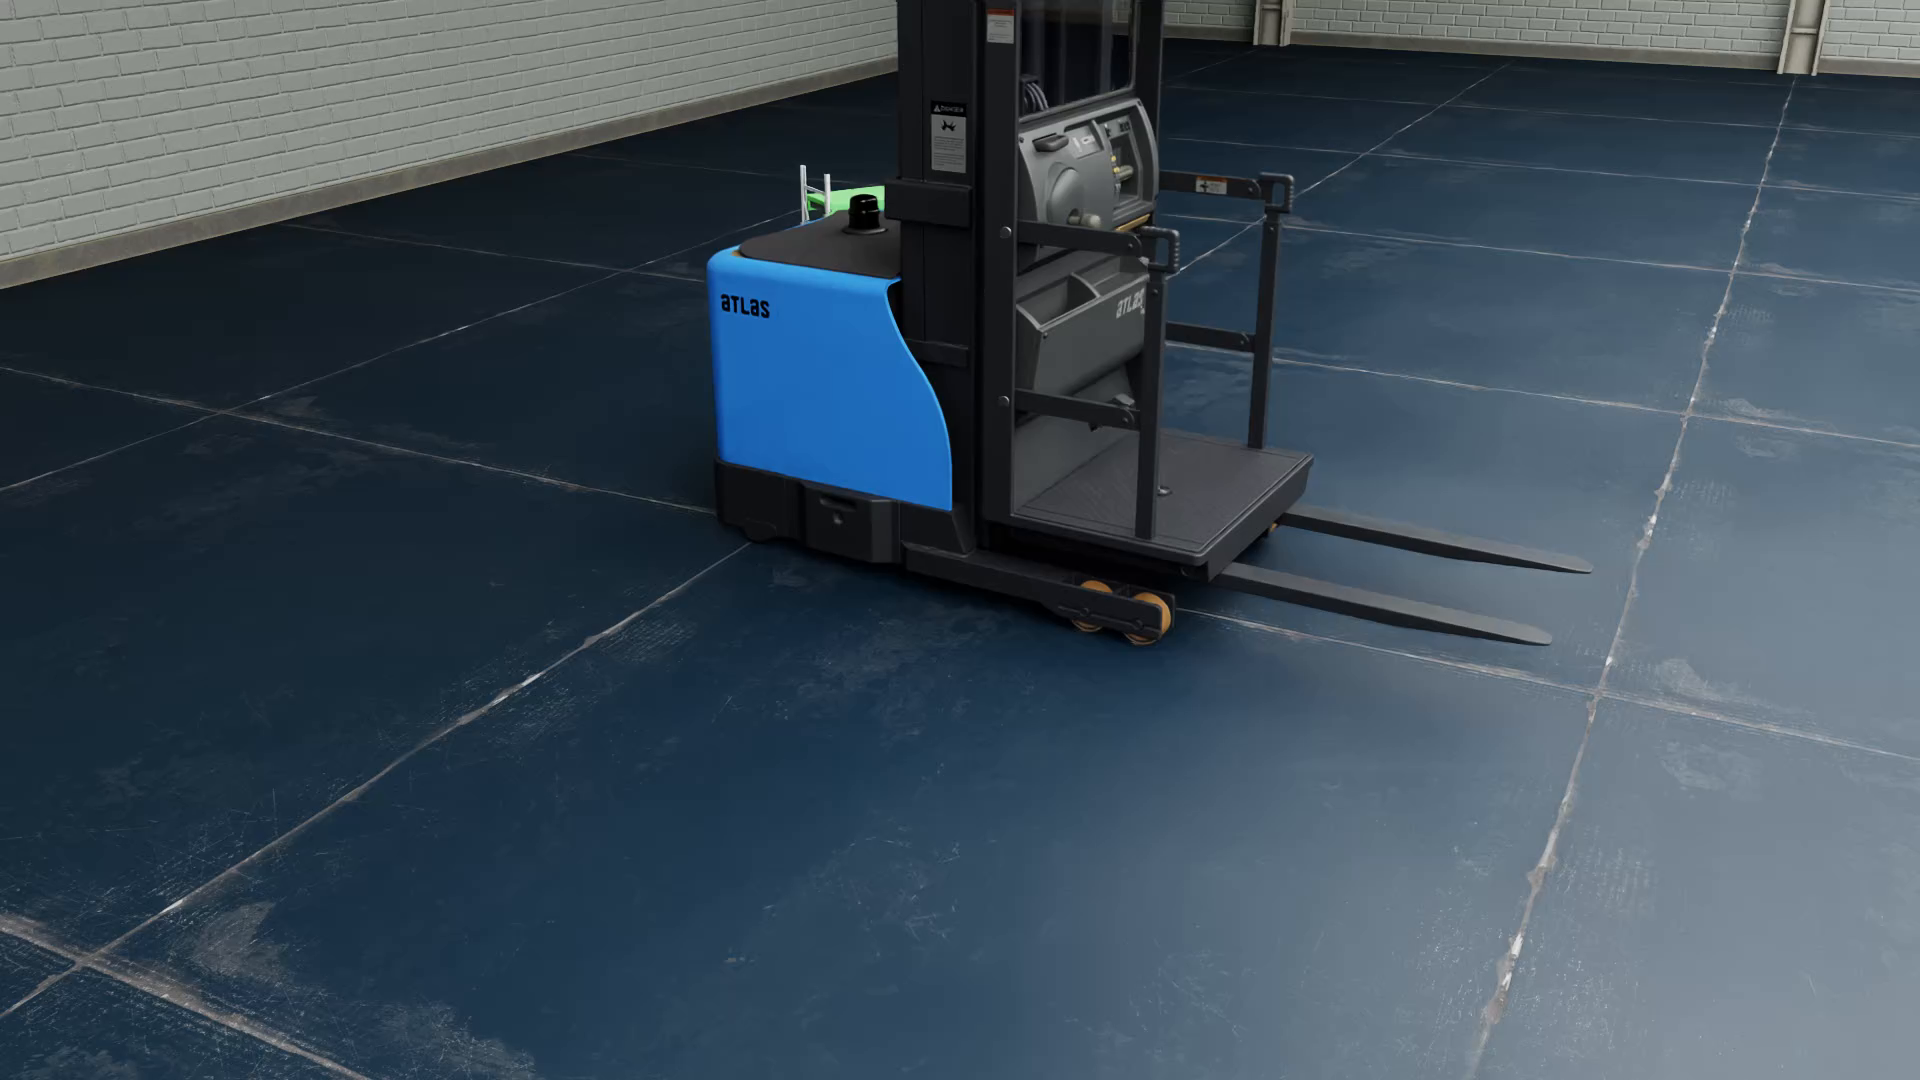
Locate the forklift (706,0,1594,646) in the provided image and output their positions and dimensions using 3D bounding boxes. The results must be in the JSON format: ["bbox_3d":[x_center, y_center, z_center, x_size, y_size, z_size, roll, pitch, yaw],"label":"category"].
[{"bbox_3d":[0.614,-1.243,5.429,3.031,2.935,1.130,13,26,28],"label":"forklift"}]

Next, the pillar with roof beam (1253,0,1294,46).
[{"bbox_3d":[1.976,-8.874,15.617,0.400,9.000,9.100,11,25,25],"label":"pillar with roof beam"}]

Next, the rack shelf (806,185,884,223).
[{"bbox_3d":[-0.375,-1.367,6.867,0.480,0.148,0.258,-13,26,-28],"label":"rack shelf"}]

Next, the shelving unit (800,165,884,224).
[{"bbox_3d":[-0.375,-0.984,7.030,0.503,1.200,0.258,-13,26,-28],"label":"shelving unit"}]

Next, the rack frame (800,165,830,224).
[{"bbox_3d":[-0.584,-0.935,6.915,0.015,1.200,0.240,-13,26,-28],"label":"rack frame"}]

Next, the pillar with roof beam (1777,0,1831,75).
[{"bbox_3d":[7.330,-7.814,13.126,0.400,9.000,9.100,11,25,25],"label":"pillar with roof beam"}]
